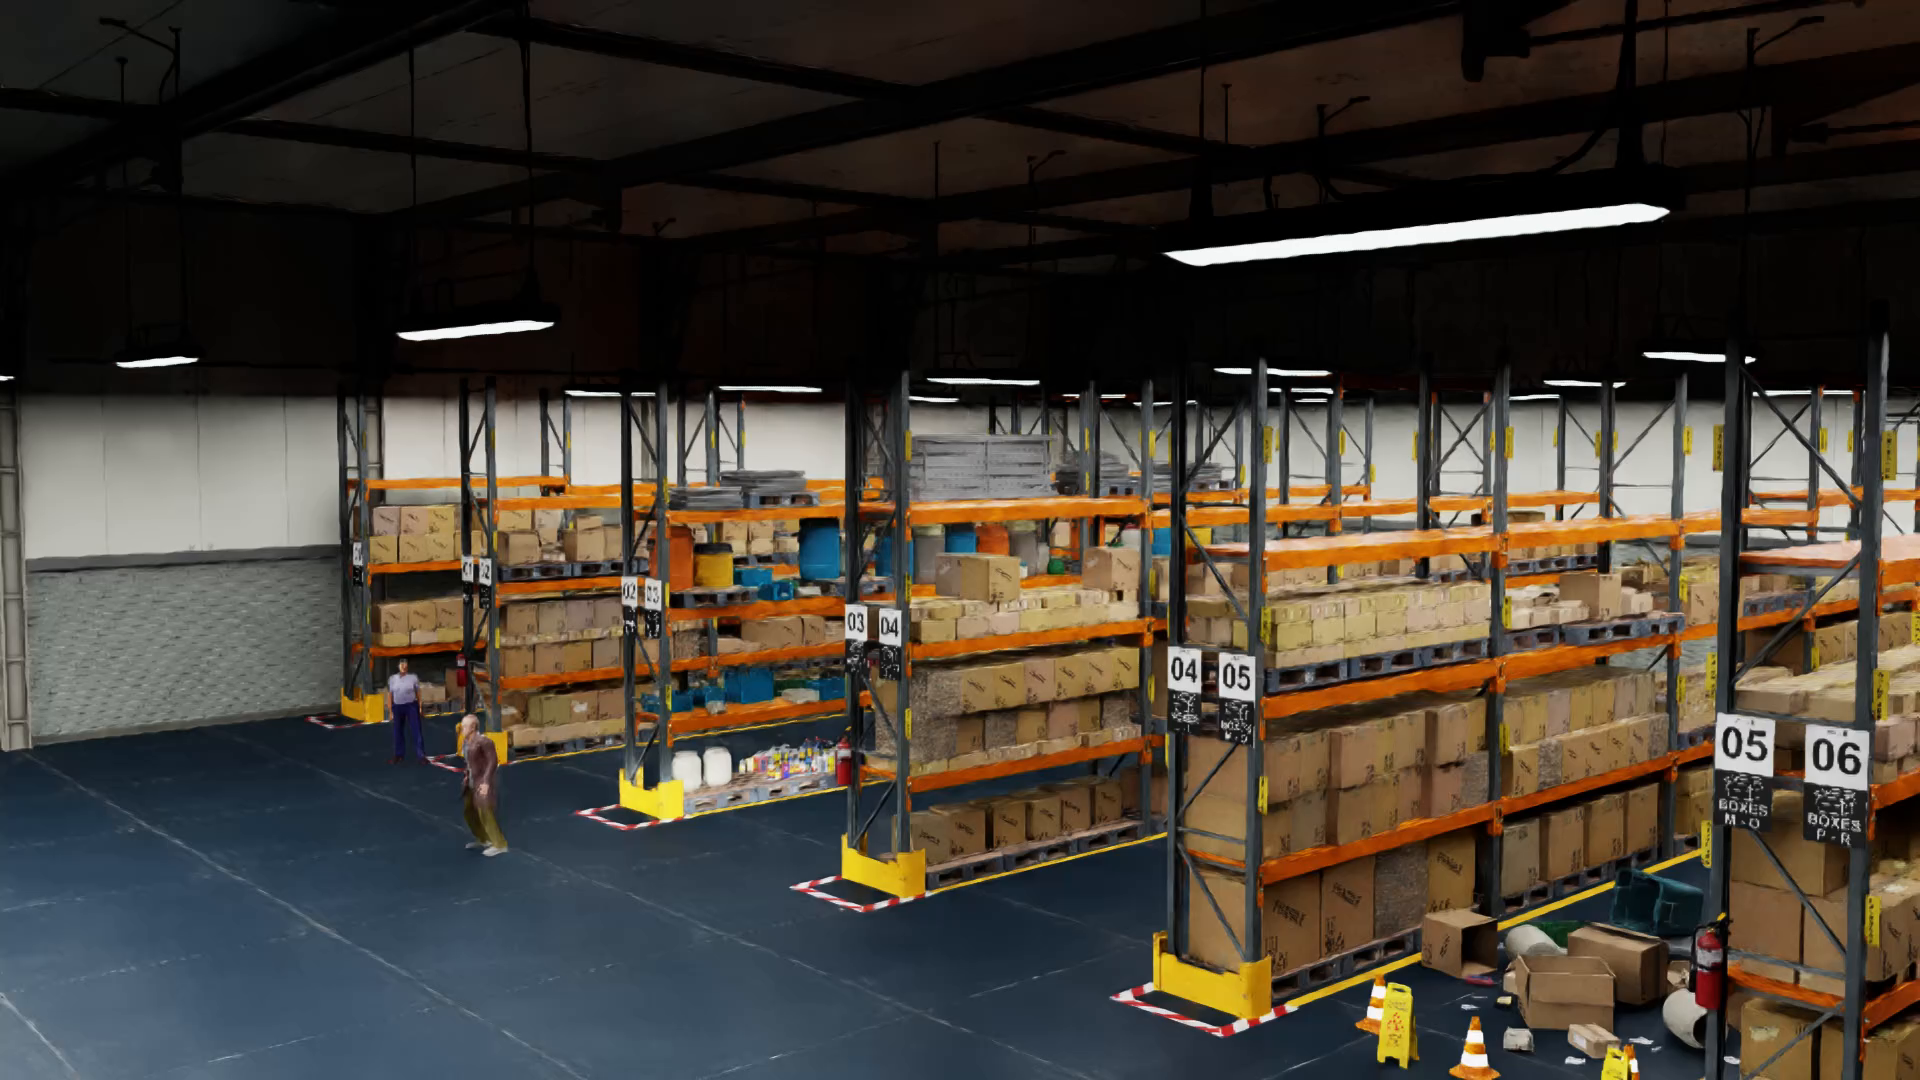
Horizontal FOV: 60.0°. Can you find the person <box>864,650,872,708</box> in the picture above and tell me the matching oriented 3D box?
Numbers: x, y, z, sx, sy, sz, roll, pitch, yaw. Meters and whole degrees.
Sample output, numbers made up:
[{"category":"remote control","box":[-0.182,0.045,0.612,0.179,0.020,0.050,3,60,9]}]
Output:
[{"category":"person","box":[-1.509,2.467,27.944,1.042,1.699,0.591,-3,5,-43]}]

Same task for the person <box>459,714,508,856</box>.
[{"category":"person","box":[-5.834,2.971,20.295,0.546,1.733,0.729,-4,5,-43]}]

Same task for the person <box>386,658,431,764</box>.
[{"category":"person","box":[-8.558,2.645,25.764,0.721,1.642,0.527,-1,4,-9]}]
